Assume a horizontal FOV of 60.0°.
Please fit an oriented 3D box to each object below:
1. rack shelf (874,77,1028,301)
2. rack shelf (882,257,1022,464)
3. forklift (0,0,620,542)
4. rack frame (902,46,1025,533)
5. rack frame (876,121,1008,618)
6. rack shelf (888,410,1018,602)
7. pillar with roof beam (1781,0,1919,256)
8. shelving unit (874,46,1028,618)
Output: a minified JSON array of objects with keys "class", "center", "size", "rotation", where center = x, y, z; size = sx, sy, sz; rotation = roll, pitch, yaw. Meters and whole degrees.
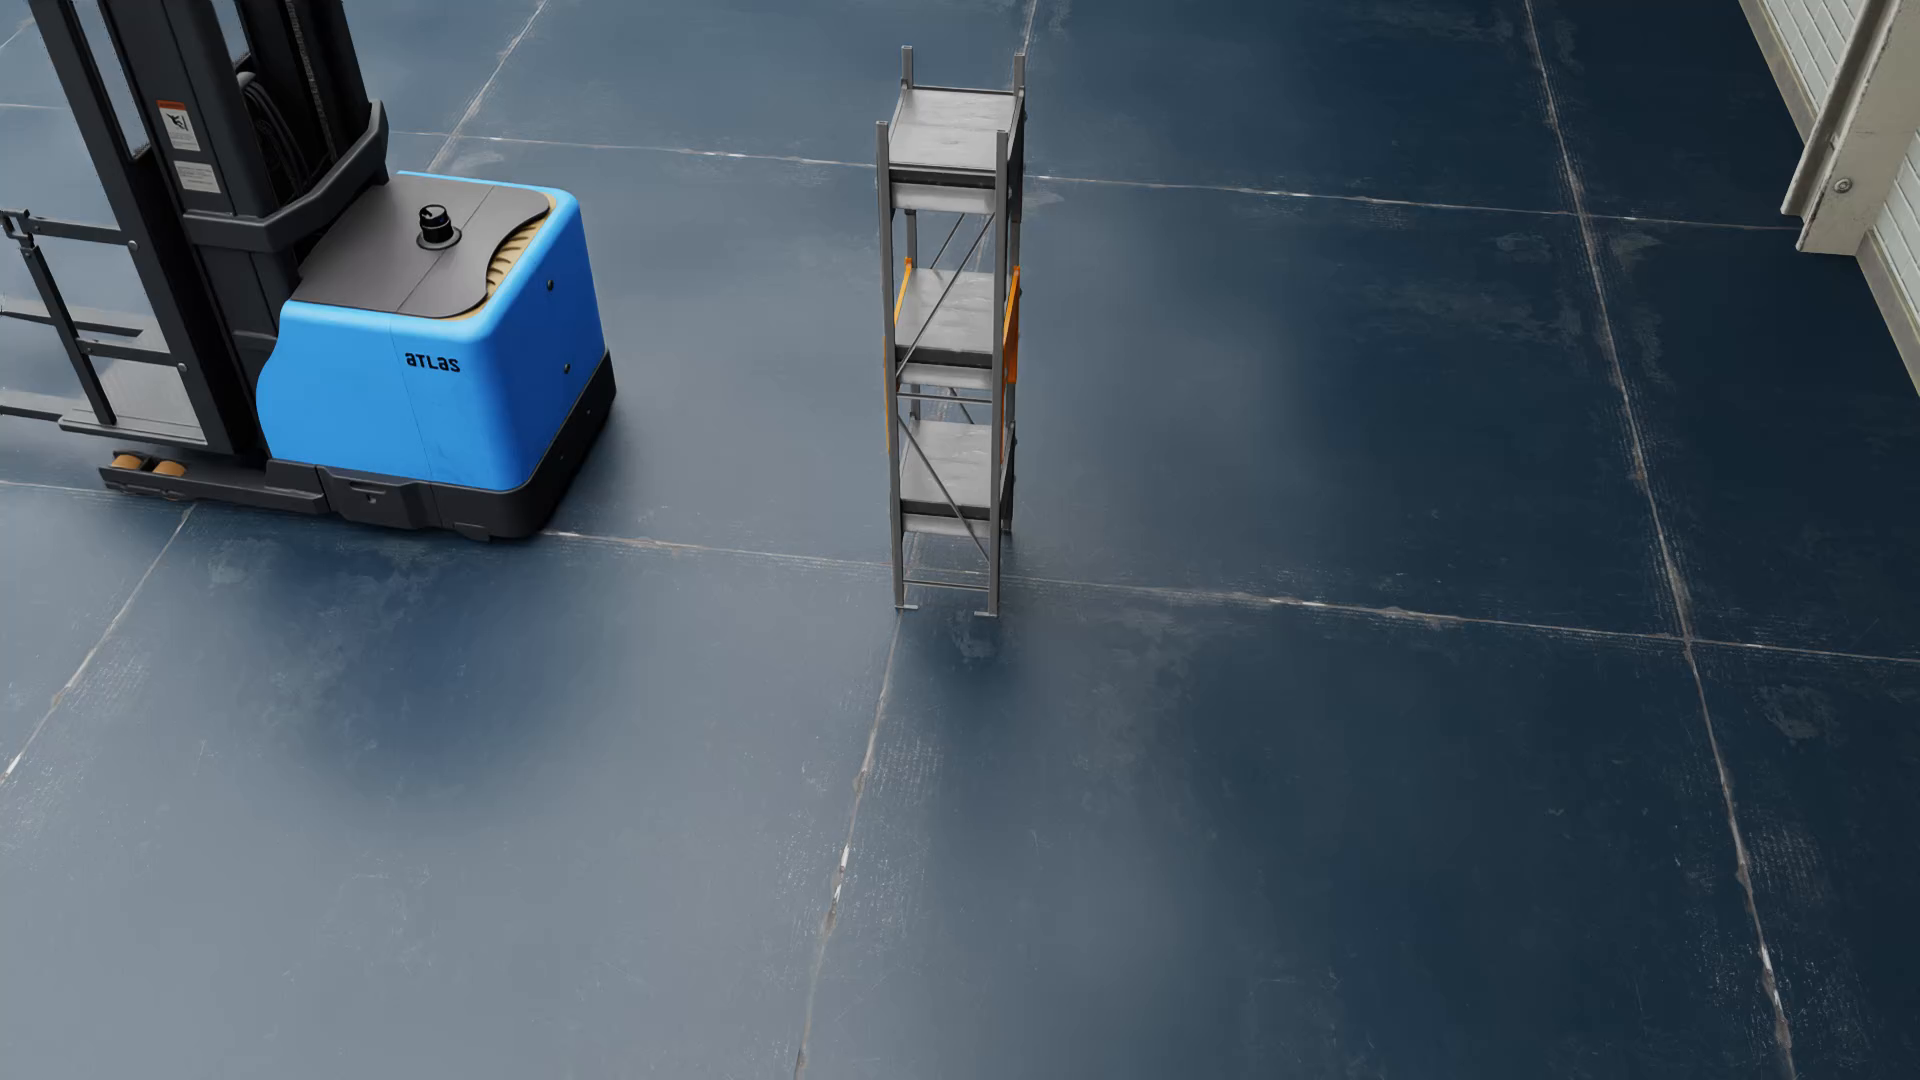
[{"class":"rack shelf","center":[-0.022,-1.148,5.437],"size":[0.431,0.518,0.480],"rotation":[5,44,6]},{"class":"rack shelf","center":[-0.022,-0.640,5.918],"size":[0.431,0.518,0.480],"rotation":[5,44,6]},{"class":"forklift","center":[-3.068,-1.572,6.278],"size":[3.031,2.935,1.130],"rotation":[8,44,9]},{"class":"rack frame","center":[0.010,-0.816,6.085],"size":[0.400,2.100,0.015],"rotation":[5,44,6]},{"class":"rack frame","center":[-0.054,-0.483,5.733],"size":[0.400,2.100,0.015],"rotation":[5,44,6]},{"class":"rack shelf","center":[-0.022,-0.131,6.400],"size":[0.431,0.518,0.480],"rotation":[5,44,6]},{"class":"pillar with roof beam","center":[0.078,-5.215,5.713],"size":[9.100,9.000,0.400],"rotation":[5,44,6]},{"class":"shelving unit","center":[-0.022,-0.650,5.909],"size":[0.431,2.100,0.503],"rotation":[5,44,6]}]
